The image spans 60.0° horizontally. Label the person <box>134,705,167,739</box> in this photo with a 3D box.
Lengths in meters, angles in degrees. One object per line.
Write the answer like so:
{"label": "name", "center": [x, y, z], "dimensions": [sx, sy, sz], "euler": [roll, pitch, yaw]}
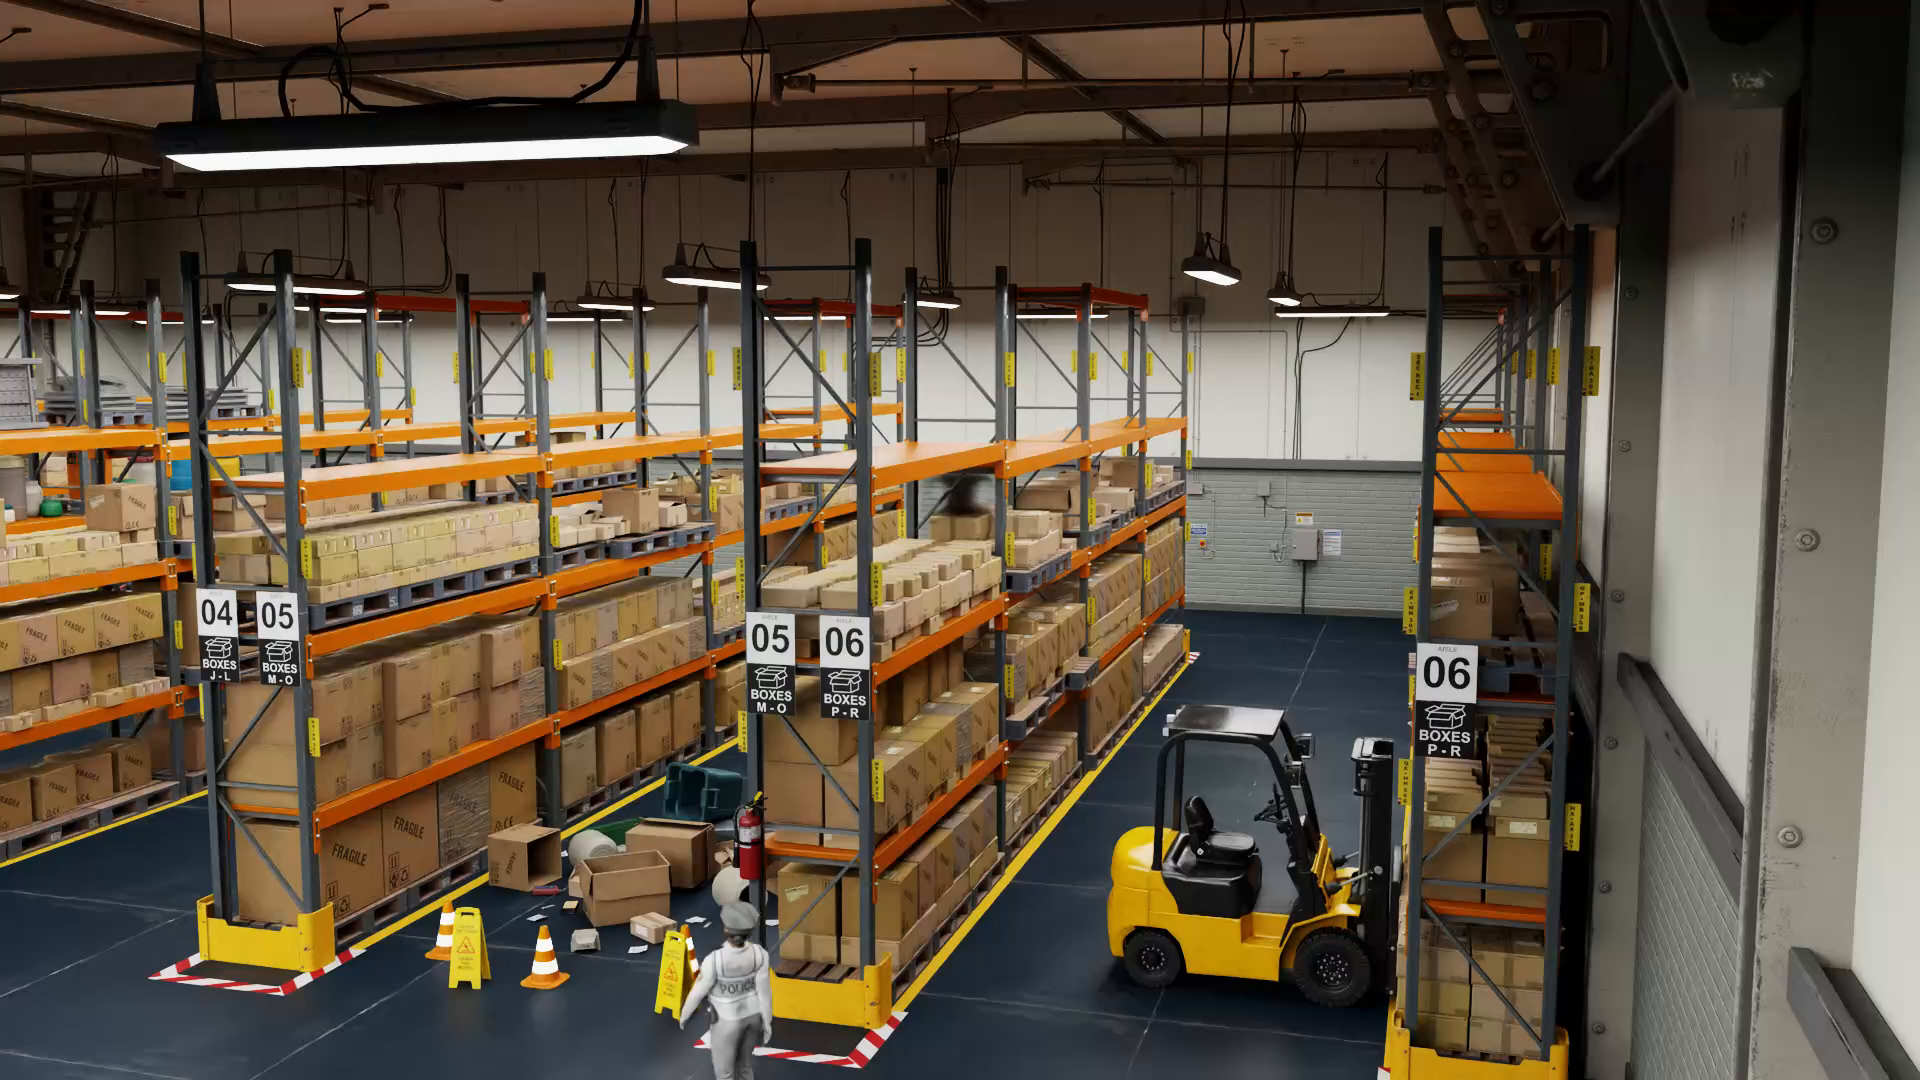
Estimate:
{"label": "person", "center": [-10.470, 1.921, 21.431], "dimensions": [0.576, 1.744, 0.475], "euler": [-4, 8, -32]}

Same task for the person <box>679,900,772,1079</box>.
{"label": "person", "center": [-1.508, 3.134, 10.769], "dimensions": [0.628, 1.688, 0.488], "euler": [5, 8, 37]}
